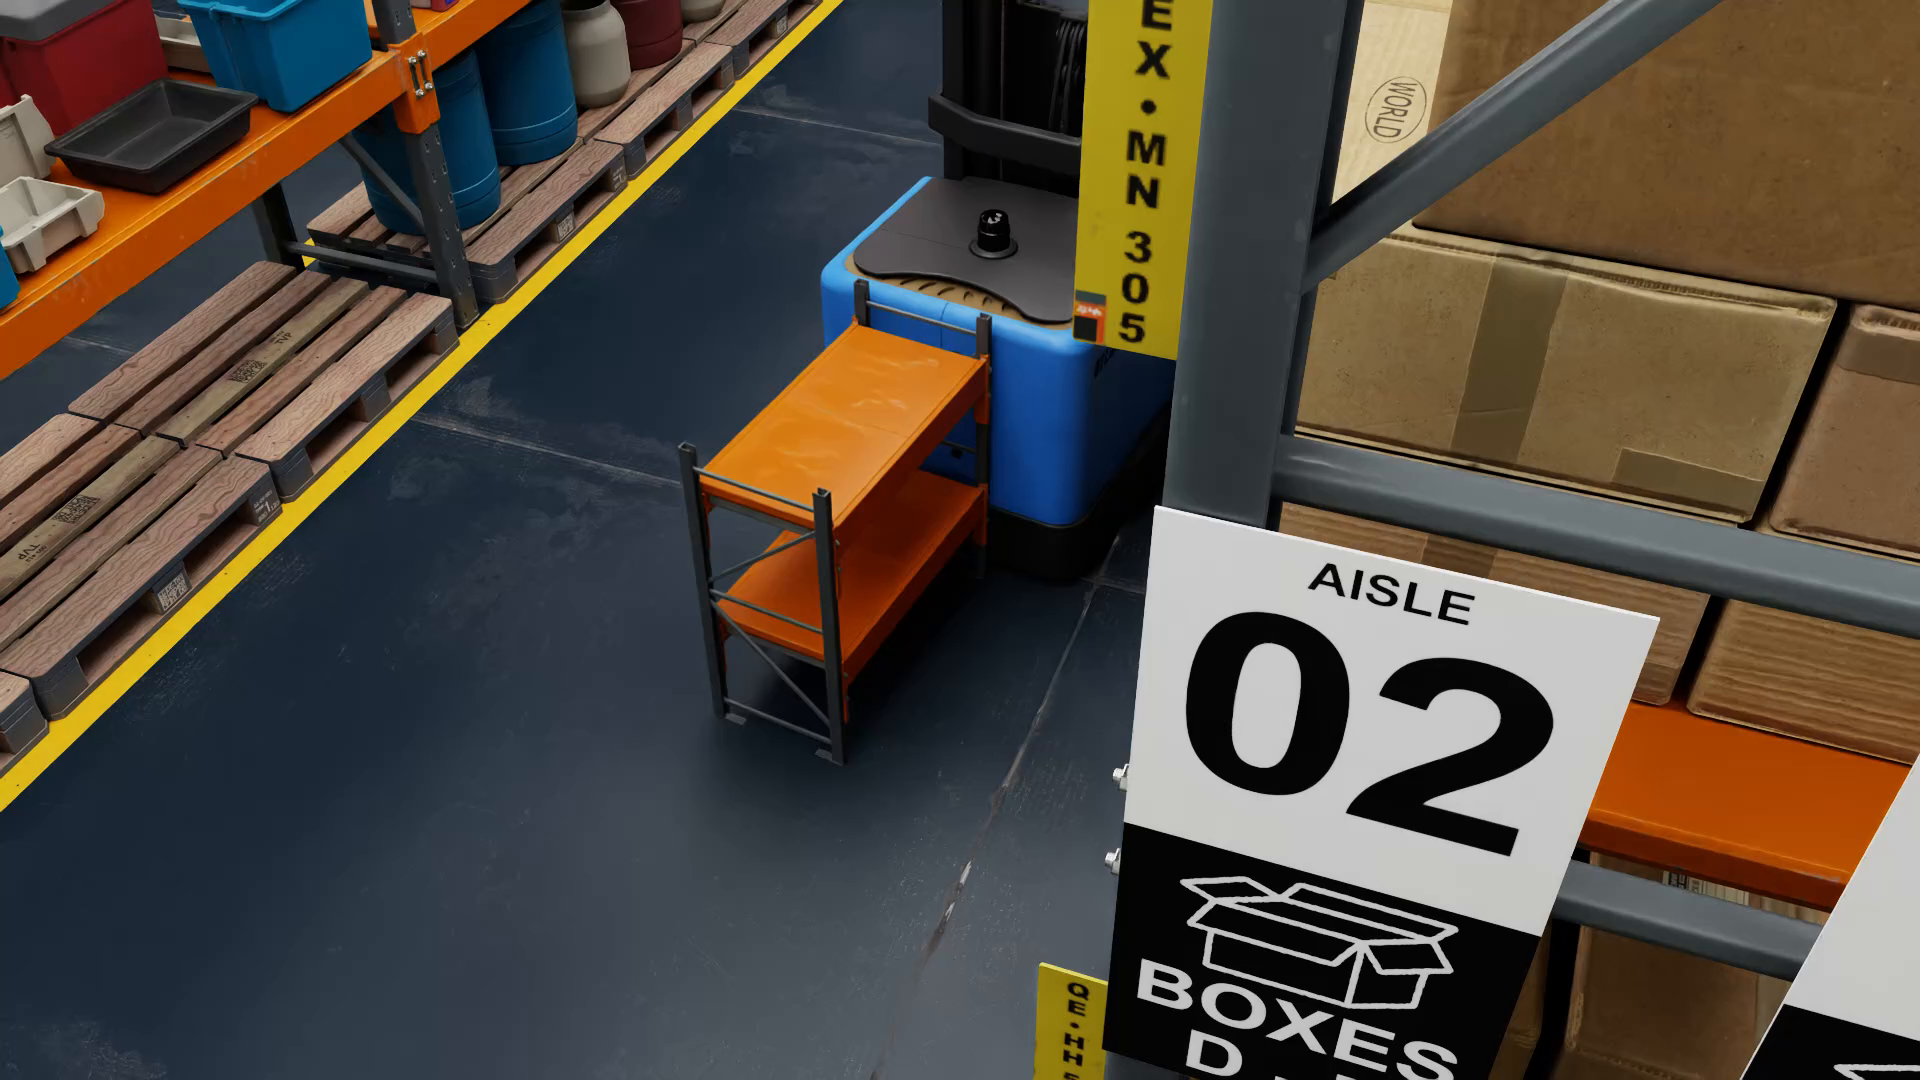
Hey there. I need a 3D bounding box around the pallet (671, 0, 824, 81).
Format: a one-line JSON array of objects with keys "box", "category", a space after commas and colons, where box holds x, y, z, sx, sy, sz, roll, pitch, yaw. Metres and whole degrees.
[{"box": [-1.492, -3.099, 9.719, 1.003, 0.211, 1.213, 13, 42, 15], "category": "pallet"}]

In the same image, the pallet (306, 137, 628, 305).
[{"box": [-2.327, -1.611, 7.975, 1.003, 0.211, 1.213, 13, 42, 15], "category": "pallet"}]

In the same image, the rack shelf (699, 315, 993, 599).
[{"box": [-0.359, -0.291, 5.274, 0.538, 0.278, 1.000, 19, 44, 20], "category": "rack shelf"}]

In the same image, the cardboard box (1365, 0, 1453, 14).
[{"box": [0.763, -0.618, 2.082, 0.500, 0.250, 0.500, 13, 42, 15], "category": "cardboard box"}]

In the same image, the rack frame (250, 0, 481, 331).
[{"box": [-2.630, -2.210, 6.529, 1.000, 3.000, 0.127, 13, 42, 15], "category": "rack frame"}]

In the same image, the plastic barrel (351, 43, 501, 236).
[{"box": [-2.428, -1.900, 7.459, 0.600, 0.901, 0.708, 13, 42, 15], "category": "plastic barrel"}]

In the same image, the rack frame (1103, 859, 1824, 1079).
[{"box": [0.656, 1.331, 2.378, 1.000, 3.000, 0.127, 13, 42, 15], "category": "rack frame"}]

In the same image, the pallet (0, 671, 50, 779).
[{"box": [-3.679, 0.796, 5.154, 1.003, 0.211, 1.213, 13, 42, 15], "category": "pallet"}]

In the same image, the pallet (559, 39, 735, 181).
[{"box": [-1.911, -2.357, 8.850, 1.003, 0.211, 1.213, 13, 42, 15], "category": "pallet"}]

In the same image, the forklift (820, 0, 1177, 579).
[{"box": [0.629, -1.925, 6.248, 1.130, 2.935, 3.031, 19, 44, 20], "category": "forklift"}]

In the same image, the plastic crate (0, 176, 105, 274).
[{"box": [-2.943, -1.004, 5.272, 0.293, 0.136, 0.466, 13, 42, 15], "category": "plastic crate"}]

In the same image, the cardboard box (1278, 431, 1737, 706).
[{"box": [0.584, -0.125, 1.889, 0.500, 0.250, 0.500, 13, 42, 15], "category": "cardboard box"}]

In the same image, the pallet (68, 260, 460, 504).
[{"box": [-2.845, -0.692, 6.899, 1.003, 0.211, 1.213, 13, 42, 15], "category": "pallet"}]

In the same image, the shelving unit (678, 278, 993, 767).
[{"box": [-0.359, -0.069, 5.464, 0.538, 1.125, 1.048, 19, 44, 20], "category": "shelving unit"}]

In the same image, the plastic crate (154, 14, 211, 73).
[{"box": [-2.923, -1.880, 6.300, 0.396, 0.136, 0.243, 13, 42, 15], "category": "plastic crate"}]

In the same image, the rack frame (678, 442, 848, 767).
[{"box": [-0.592, 0.224, 5.120, 0.500, 1.125, 0.032, 19, 44, 20], "category": "rack frame"}]

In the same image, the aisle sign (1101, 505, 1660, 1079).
[{"box": [0.345, 0.316, 1.566, 0.394, 0.787, 0.004, 13, 42, 15], "category": "aisle sign"}]

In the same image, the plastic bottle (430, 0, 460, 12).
[{"box": [-2.103, -2.295, 6.718, 0.061, 0.283, 0.133, 13, 42, 15], "category": "plastic bottle"}]

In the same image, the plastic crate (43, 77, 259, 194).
[{"box": [-2.760, -1.386, 5.729, 0.437, 0.125, 0.590, 13, 42, 15], "category": "plastic crate"}]

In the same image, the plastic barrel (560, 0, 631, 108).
[{"box": [-1.908, -2.508, 8.472, 0.421, 0.512, 0.421, 0, 40, 0], "category": "plastic barrel"}]

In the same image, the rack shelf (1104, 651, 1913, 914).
[{"box": [1.340, -0.756, 3.068, 1.077, 0.370, 4.000, 13, 42, 15], "category": "rack shelf"}]

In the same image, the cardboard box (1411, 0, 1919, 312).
[{"box": [0.816, -0.545, 1.419, 0.700, 0.500, 0.500, 13, 42, 15], "category": "cardboard box"}]

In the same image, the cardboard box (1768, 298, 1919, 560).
[{"box": [1.076, -0.199, 1.591, 0.500, 0.250, 0.500, 13, 42, 15], "category": "cardboard box"}]

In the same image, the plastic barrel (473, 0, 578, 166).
[{"box": [-2.186, -2.331, 7.965, 0.600, 0.901, 0.708, 13, 42, 15], "category": "plastic barrel"}]

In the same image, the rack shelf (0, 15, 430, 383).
[{"box": [-3.314, -0.717, 5.333, 1.077, 0.370, 4.000, 13, 42, 15], "category": "rack shelf"}]

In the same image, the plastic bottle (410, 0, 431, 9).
[{"box": [-2.191, -2.359, 6.742, 0.144, 0.351, 0.185, 13, 42, 15], "category": "plastic bottle"}]

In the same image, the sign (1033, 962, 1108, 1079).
[{"box": [0.141, 0.635, 2.059, 0.100, 0.325, 0.005, 13, 42, 15], "category": "sign"}]

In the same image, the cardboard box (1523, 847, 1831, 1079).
[{"box": [1.055, 0.701, 2.270, 0.500, 0.500, 0.500, 15, 43, 16], "category": "cardboard box"}]

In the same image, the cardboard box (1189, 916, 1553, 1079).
[{"box": [0.550, 0.580, 2.411, 0.500, 0.500, 0.500, 13, 42, 15], "category": "cardboard box"}]

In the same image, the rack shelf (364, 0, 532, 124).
[{"box": [-1.946, -3.156, 8.193, 1.077, 0.370, 4.000, 13, 42, 15], "category": "rack shelf"}]

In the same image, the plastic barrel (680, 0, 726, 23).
[{"box": [-1.522, -3.197, 9.279, 0.421, 0.512, 0.421, 0, 40, 0], "category": "plastic barrel"}]

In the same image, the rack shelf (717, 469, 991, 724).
[{"box": [-0.359, 0.117, 5.623, 0.538, 0.278, 1.000, 19, 44, 20], "category": "rack shelf"}]

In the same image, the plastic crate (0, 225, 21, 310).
[{"box": [-3.051, -0.793, 4.951, 0.416, 0.233, 0.300, 13, 42, 15], "category": "plastic crate"}]

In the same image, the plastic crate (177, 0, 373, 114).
[{"box": [-2.469, -1.866, 6.093, 0.392, 0.384, 0.575, 13, 42, 15], "category": "plastic crate"}]

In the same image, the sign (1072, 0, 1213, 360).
[{"box": [0.141, -0.282, 1.276, 0.100, 0.325, 0.005, 13, 42, 15], "category": "sign"}]

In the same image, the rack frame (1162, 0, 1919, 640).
[{"box": [0.656, -0.951, 0.431, 1.000, 3.000, 0.127, 13, 42, 15], "category": "rack frame"}]

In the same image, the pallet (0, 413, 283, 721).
[{"box": [-3.260, 0.055, 6.023, 1.003, 0.211, 1.213, 13, 42, 15], "category": "pallet"}]

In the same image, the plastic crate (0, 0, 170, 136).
[{"box": [-3.171, -1.768, 5.916, 0.402, 0.464, 0.583, 13, 42, 15], "category": "plastic crate"}]

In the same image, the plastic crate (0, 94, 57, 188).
[{"box": [-3.325, -1.297, 5.505, 0.437, 0.282, 0.530, 13, 42, 15], "category": "plastic crate"}]

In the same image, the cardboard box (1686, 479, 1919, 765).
[{"box": [1.071, -0.010, 1.755, 0.500, 0.250, 0.500, 13, 42, 15], "category": "cardboard box"}]

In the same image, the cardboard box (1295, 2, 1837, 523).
[{"box": [0.592, -0.313, 1.725, 0.500, 0.250, 0.500, 13, 42, 15], "category": "cardboard box"}]

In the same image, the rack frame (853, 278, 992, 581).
[{"box": [-0.125, -0.362, 5.807, 0.500, 1.125, 0.032, 19, 44, 20], "category": "rack frame"}]

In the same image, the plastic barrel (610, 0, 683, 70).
[{"box": [-1.799, -2.901, 8.874, 0.600, 0.588, 0.708, 13, 42, 15], "category": "plastic barrel"}]
